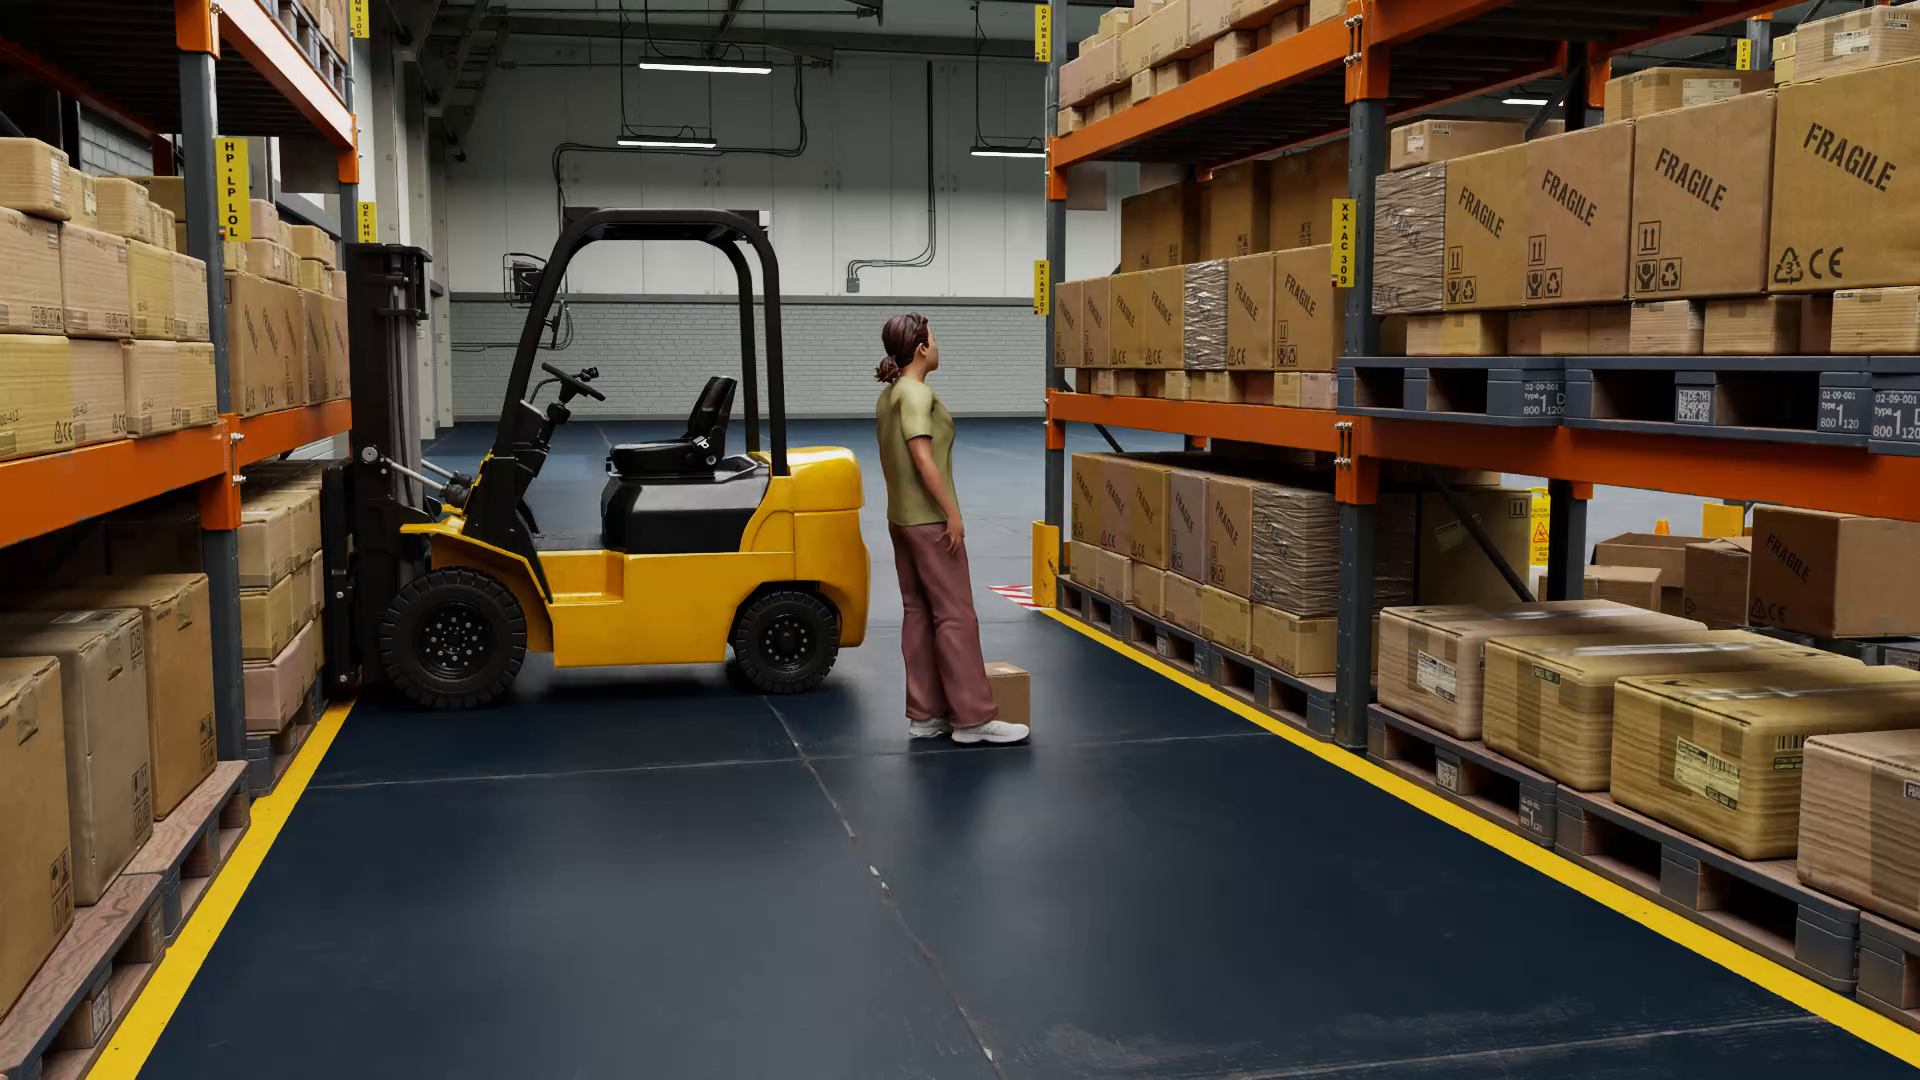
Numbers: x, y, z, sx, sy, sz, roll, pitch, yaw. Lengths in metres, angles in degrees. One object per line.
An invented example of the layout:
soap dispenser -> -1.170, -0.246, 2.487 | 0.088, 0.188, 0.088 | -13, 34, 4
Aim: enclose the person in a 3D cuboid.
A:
person -> -0.070, -0.056, 6.576 | 0.549, 1.676, 0.554 | -2, 7, -21
